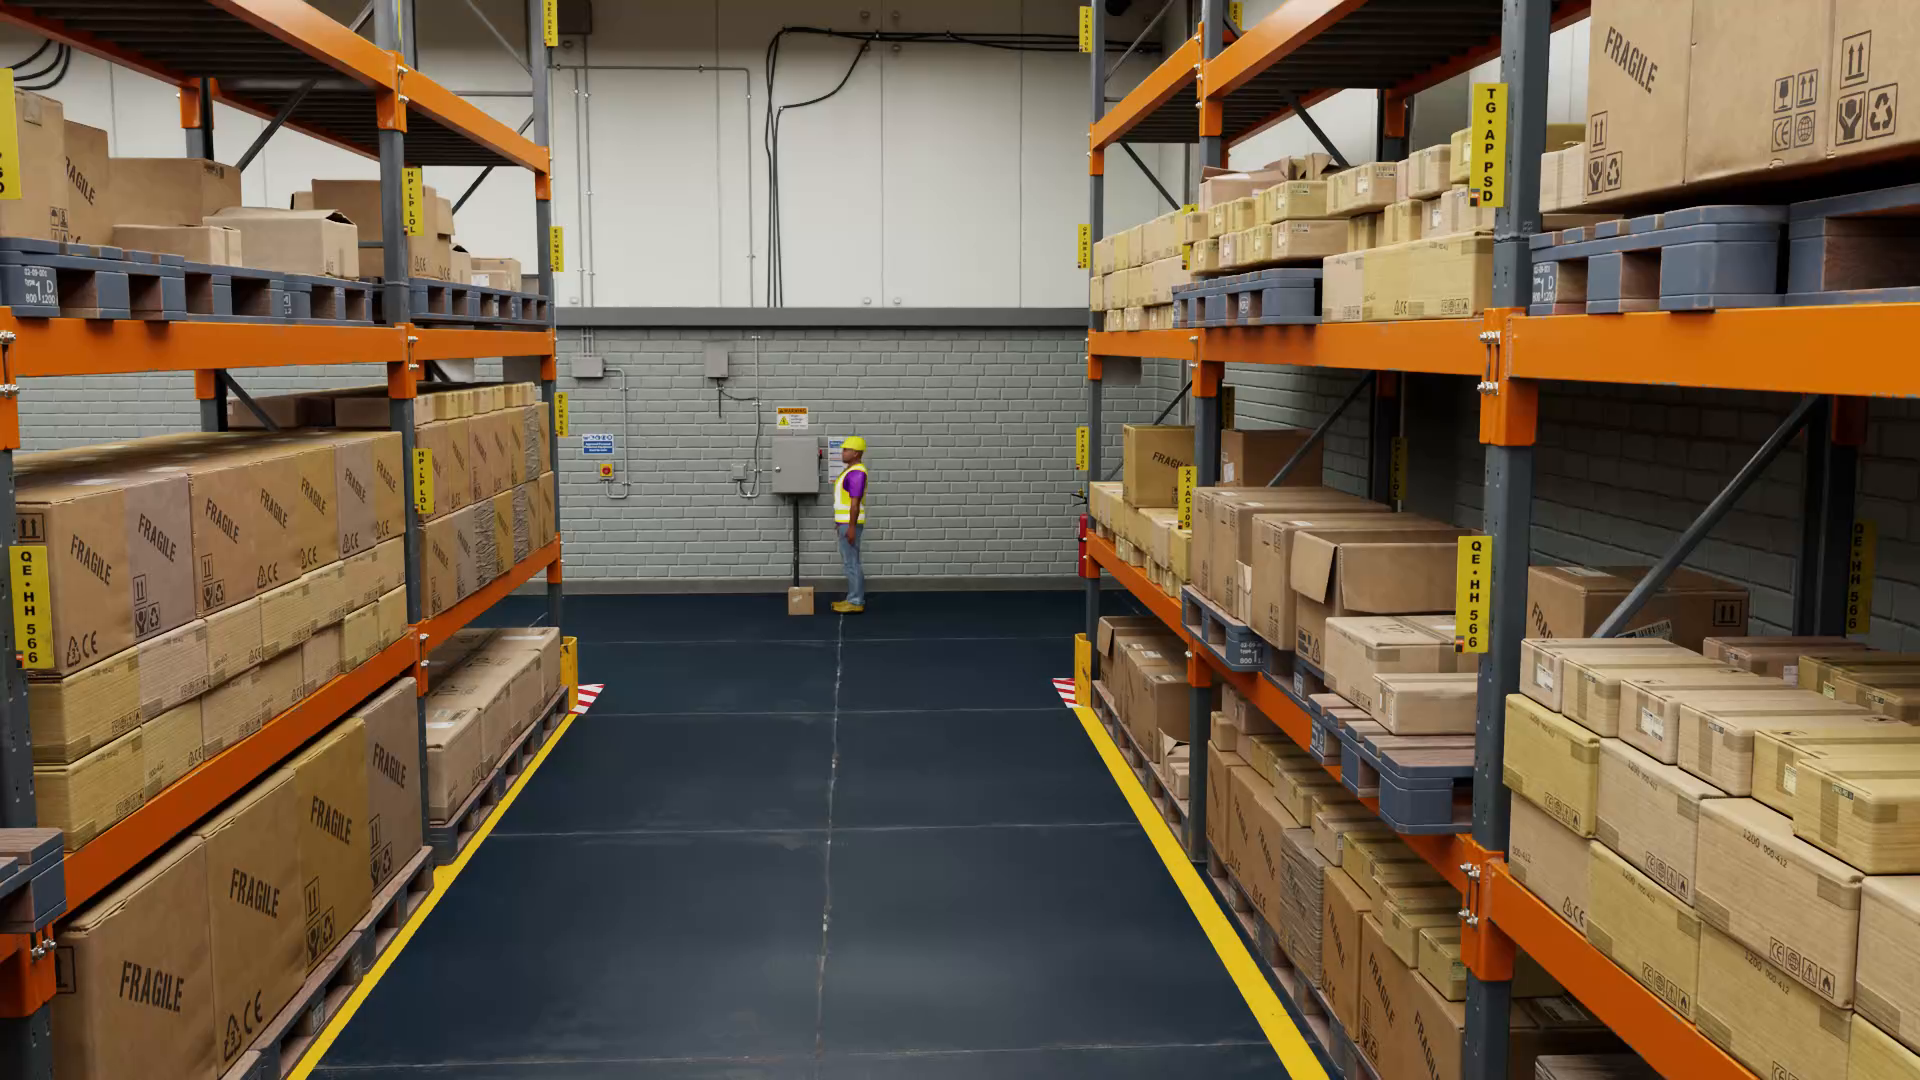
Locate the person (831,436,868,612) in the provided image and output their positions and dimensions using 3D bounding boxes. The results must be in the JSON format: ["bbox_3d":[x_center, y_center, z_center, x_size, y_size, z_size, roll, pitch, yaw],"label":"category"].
[{"bbox_3d":[-1.119,-0.164,16.796,0.391,1.767,0.564,0,7,-4],"label":"person"}]
